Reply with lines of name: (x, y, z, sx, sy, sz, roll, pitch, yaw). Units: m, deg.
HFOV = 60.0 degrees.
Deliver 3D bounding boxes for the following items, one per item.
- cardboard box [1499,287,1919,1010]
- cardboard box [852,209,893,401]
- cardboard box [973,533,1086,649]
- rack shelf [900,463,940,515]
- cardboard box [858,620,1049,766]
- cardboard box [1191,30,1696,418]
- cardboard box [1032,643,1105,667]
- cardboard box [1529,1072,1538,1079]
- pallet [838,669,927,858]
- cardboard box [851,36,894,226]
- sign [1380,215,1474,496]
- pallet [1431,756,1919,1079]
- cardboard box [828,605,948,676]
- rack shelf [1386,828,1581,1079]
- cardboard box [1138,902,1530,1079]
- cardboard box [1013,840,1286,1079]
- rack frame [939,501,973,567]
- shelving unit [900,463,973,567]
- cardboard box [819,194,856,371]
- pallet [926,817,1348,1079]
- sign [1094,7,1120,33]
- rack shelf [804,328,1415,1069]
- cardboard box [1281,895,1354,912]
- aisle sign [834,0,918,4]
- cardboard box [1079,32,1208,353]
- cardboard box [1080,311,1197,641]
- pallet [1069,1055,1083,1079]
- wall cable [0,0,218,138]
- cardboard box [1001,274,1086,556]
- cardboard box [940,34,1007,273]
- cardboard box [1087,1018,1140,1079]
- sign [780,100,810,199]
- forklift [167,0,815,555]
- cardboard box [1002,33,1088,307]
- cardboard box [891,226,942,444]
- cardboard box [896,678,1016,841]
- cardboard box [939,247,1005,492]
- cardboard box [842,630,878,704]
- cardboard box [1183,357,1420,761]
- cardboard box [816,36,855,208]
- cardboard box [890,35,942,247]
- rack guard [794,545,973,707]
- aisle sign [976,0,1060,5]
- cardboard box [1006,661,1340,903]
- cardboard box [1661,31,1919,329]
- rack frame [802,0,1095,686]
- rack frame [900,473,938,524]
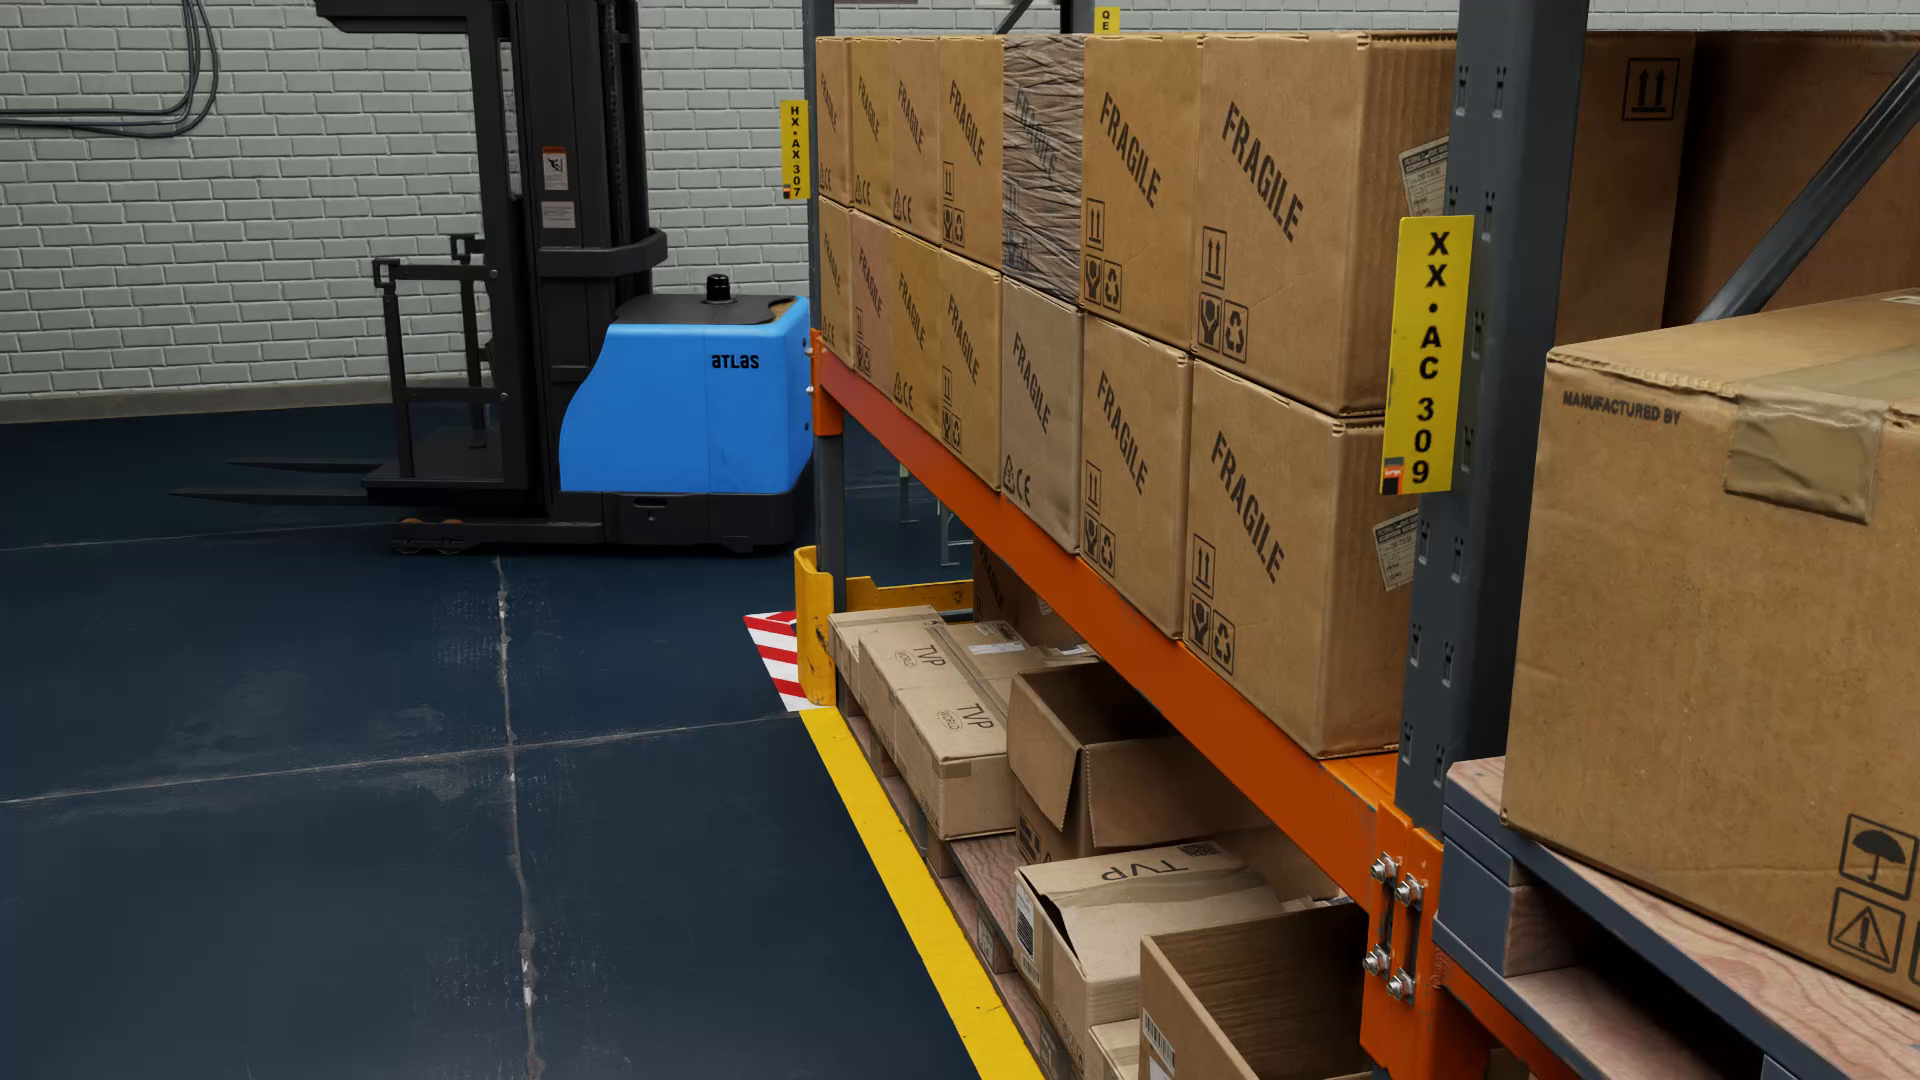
cardboard box: (0.982, 0.057, 1.646, 0.700, 0.500, 0.500, -12, 20, -34)
cardboard box: (-0.017, -0.712, 4.933, 0.500, 0.500, 0.500, -5, 17, -16)
cardboard box: (0.354, 0.168, 5.760, 0.500, 0.500, 0.500, -5, 17, -15)
rack shelf: (0.002, -0.404, 7.824, 0.431, 0.370, 0.720, -5, 17, -15)
cardboard box: (-0.018, 0.468, 5.196, 0.500, 0.250, 0.500, -5, 17, -15)
cardboard box: (0.679, -0.489, 2.455, 0.500, 0.500, 0.500, -5, 17, -15)
cardboard box: (0.379, 0.447, 5.411, 0.380, 0.166, 0.250, -5, 17, -15)
cardboard box: (1.160, 1.101, 2.983, 0.500, 0.311, 0.500, -5, 17, -15)
pallet: (0.209, 0.628, 5.496, 1.003, 0.211, 1.213, -5, 17, -15)
cardboard box: (-0.013, -1.189, 4.784, 0.500, 0.500, 0.500, -5, 17, -15)
sign: (0.547, -0.213, 1.941, 0.100, 0.325, 0.005, -5, 17, -15)
pallet: (1.182, 0.478, 1.479, 1.003, 0.211, 1.213, -5, 17, -15)
cardboard box: (-0.248, 0.348, 5.770, 0.380, 0.149, 0.250, -5, 17, -15)
rack shelf: (1.617, 1.055, 0.478, 1.077, 0.370, 4.000, -5, 17, -15)
cardboard box: (0.638, 1.008, 2.962, 0.500, 0.500, 0.500, -5, 17, -15)
cardboard box: (0.432, 0.891, 3.680, 0.500, 0.311, 0.500, -5, 17, -15)
rack frame: (0.102, -0.615, 7.393, 0.400, 1.500, 0.023, -5, 17, -15)
shelving unit: (0.002, -0.716, 7.730, 0.431, 1.500, 0.755, -5, 17, -15)
cardboard box: (-0.164, -0.854, 5.407, 0.500, 0.500, 0.500, -4, 17, -14)
pallet: (0.540, 0.964, 4.375, 1.003, 0.211, 1.213, -5, 17, -15)
sign: (0.507, -1.694, 5.815, 0.100, 0.325, 0.005, -5, 17, -15)
rack shelf: (0.517, -0.052, 4.161, 1.077, 0.370, 4.000, -5, 17, -15)
cardboard box: (0.912, 0.931, 3.797, 0.380, 0.166, 0.250, -5, 17, -15)
aisle sign: (-0.333, -2.190, 5.511, 0.394, 0.787, 0.004, -5, 17, -15)
cardboard box: (0.536, -0.631, 2.926, 0.500, 0.500, 0.500, -5, 17, -16)
cardboard box: (0.540, -0.151, 3.069, 0.500, 0.500, 0.500, -4, 17, -14)
pallet: (0.879, 1.302, 3.250, 1.003, 0.211, 1.213, -5, 17, -15)
wall cable: (-6.005, -3.536, 9.478, 3.097, 2.526, 0.112, -5, 17, -15)
cardboard box: (0.397, -0.293, 3.541, 0.500, 0.500, 0.500, -4, 17, -14)
cardboard box: (0.260, -0.909, 3.854, 0.500, 0.500, 0.500, -5, 17, -16)
cardboard box: (0.477, 1.077, 3.342, 0.380, 0.149, 0.250, -5, 17, -15)
sign: (-0.554, -1.321, 5.632, 0.100, 0.325, 0.005, -5, 17, -15)
forklift: (-2.252, -1.485, 7.801, 3.031, 2.935, 1.130, 1, 17, 3)
cardboard box: (0.397, -0.770, 3.390, 0.500, 0.500, 0.500, -5, 17, -15)
cardboard box: (0.118, -0.572, 4.470, 0.500, 0.500, 0.500, -5, 17, -15)
cardboard box: (0.119, 0.606, 4.735, 0.500, 0.250, 0.500, -5, 17, -15)
cardboard box: (0.254, -0.434, 4.009, 0.500, 0.500, 0.500, -4, 17, -15)
cardboard box: (-0.179, 0.409, 5.537, 0.380, 0.166, 0.250, -5, 17, -15)
cardboard box: (0.683, -0.009, 2.594, 0.500, 0.500, 0.500, -4, 17, -14)
cardboard box: (-0.164, -1.333, 5.263, 0.500, 0.500, 0.500, -4, 17, -14)
cardboard box: (0.120, -1.050, 4.322, 0.500, 0.500, 0.500, -4, 17, -14)
rack guard: (-0.011, 0.269, 6.189, 1.175, 0.500, 0.348, -5, 17, -15)
aisle sign: (0.243, -2.238, 5.669, 0.394, 0.787, 0.004, -5, 17, -15)
cardboard box: (0.546, 0.622, 4.240, 0.797, 0.503, 0.637, -5, 17, -15)
cardboard box: (1.208, -0.522, 2.565, 0.500, 0.500, 0.500, -4, 17, -14)
rack frame: (-0.032, -0.950, 5.899, 1.000, 3.000, 0.127, -5, 17, -15)
rack frame: (-0.099, -0.818, 8.067, 0.400, 1.500, 0.023, -5, 17, -15)
